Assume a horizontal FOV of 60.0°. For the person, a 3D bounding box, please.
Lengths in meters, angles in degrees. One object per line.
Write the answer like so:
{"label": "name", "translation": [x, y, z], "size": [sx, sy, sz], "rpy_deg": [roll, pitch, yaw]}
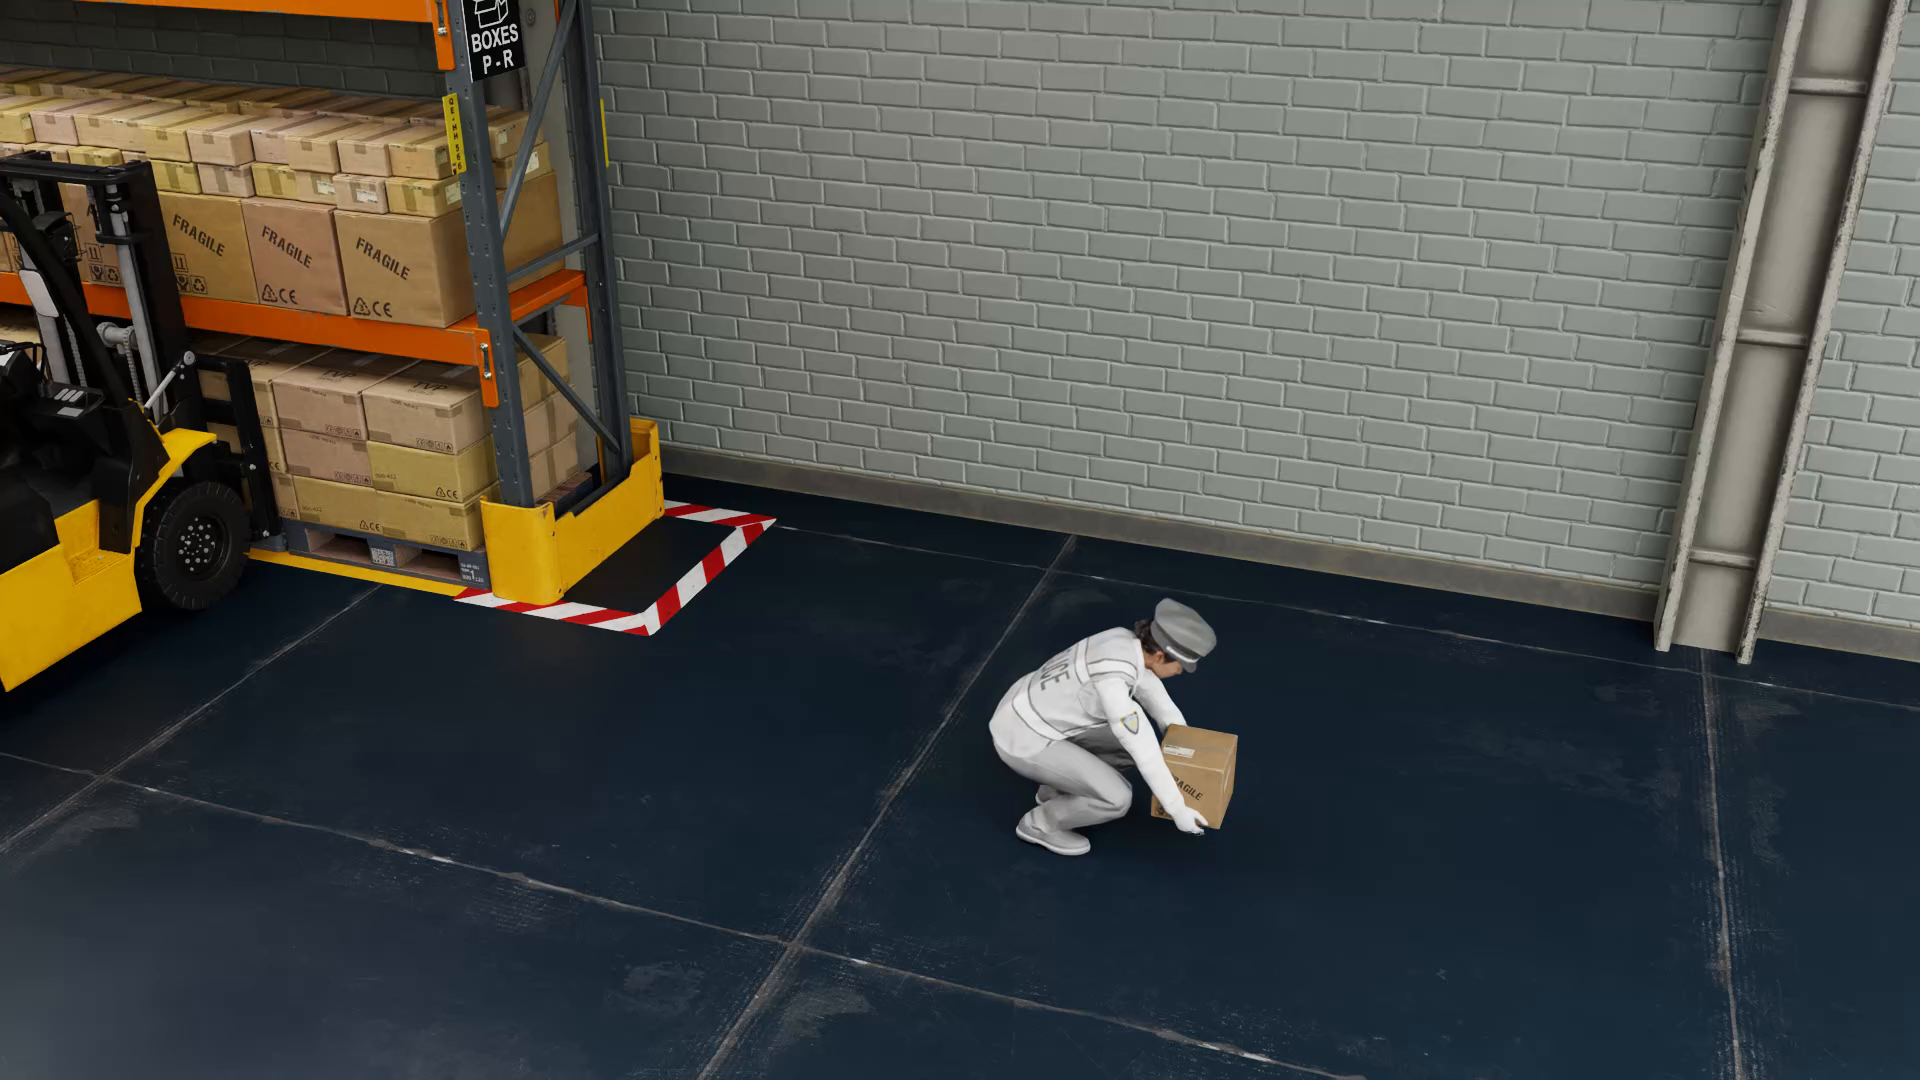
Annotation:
{"label": "person", "translation": [0.535, 0.665, 6.048], "size": [0.844, 0.976, 0.471], "rpy_deg": [8, 27, 17]}
